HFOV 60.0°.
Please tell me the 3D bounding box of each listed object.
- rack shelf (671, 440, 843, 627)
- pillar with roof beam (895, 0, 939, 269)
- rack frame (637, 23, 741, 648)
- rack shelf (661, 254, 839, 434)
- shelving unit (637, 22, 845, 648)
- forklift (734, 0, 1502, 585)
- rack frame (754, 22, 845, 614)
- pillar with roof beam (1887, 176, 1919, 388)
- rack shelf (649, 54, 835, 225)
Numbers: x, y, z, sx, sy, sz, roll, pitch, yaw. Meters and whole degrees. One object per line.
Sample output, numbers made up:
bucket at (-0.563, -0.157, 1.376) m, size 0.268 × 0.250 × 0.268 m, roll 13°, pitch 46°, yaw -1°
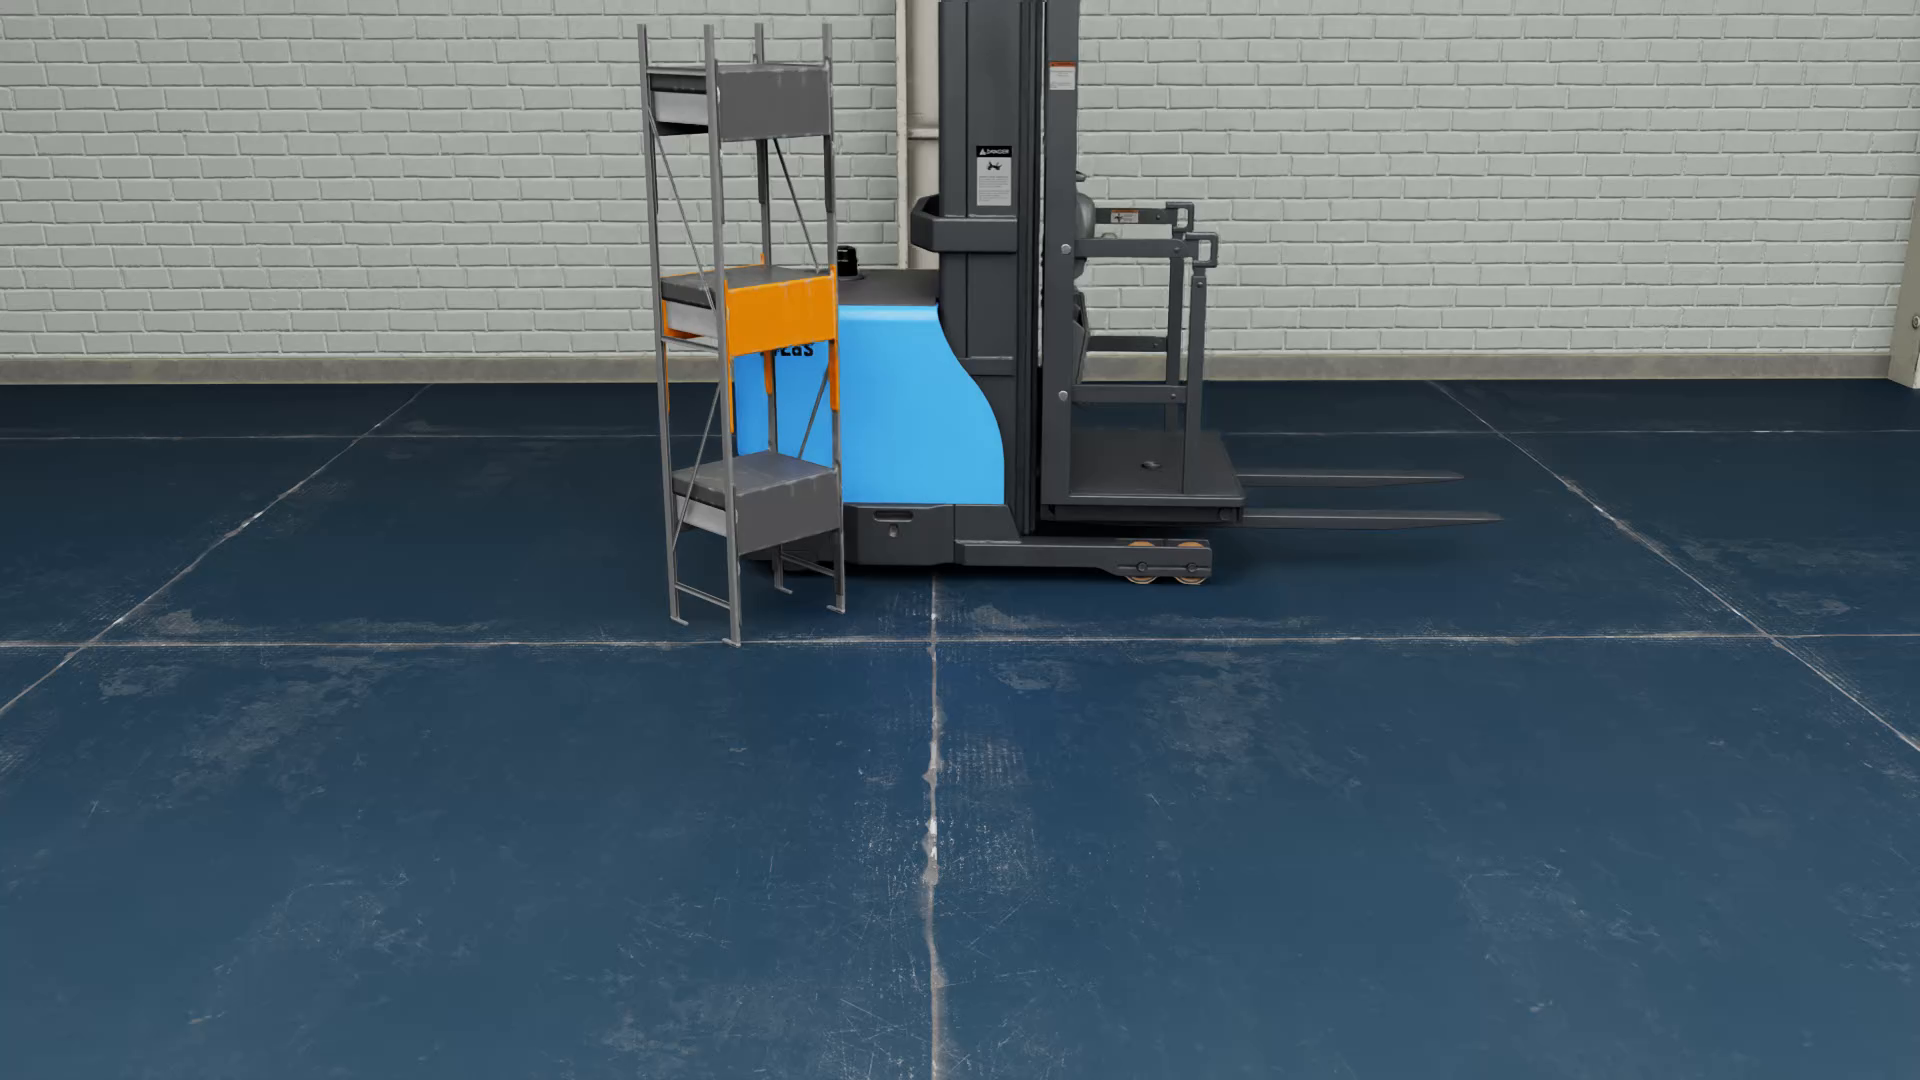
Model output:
rack shelf at (-0.747, -0.036, 6.058) m, size 0.480 × 0.518 × 0.431 m, roll -17°, pitch 24°, yaw -42°
pillar with roof beam at (-0.092, -3.889, 4.437) m, size 0.400 × 9.000 × 9.100 m, roll 0°, pitch 18°, yaw -1°
rack frame at (-0.920, -0.663, 5.676) m, size 0.015 × 2.100 × 0.400 m, roll -17°, pitch 24°, yaw -42°
rack shelf at (-0.747, -0.702, 5.844) m, size 0.480 × 0.518 × 0.431 m, roll -17°, pitch 24°, yaw -42°
shelving unit at (-0.747, -0.715, 5.840) m, size 0.503 × 2.100 × 0.431 m, roll -17°, pitch 24°, yaw -42°
forklift at (0.646, -1.387, 6.572) m, size 3.031 × 2.935 × 1.130 m, roll 1°, pitch 18°, yaw 2°
rack frame at (-0.573, -0.768, 6.004) m, size 0.015 × 2.100 × 0.400 m, roll -17°, pitch 24°, yaw -42°
pillar with roof beam at (5.907, -3.918, 4.528) m, size 0.400 × 9.000 × 9.100 m, roll 0°, pitch 18°, yaw -1°
rack shelf at (-0.747, -1.369, 5.630) m, size 0.480 × 0.518 × 0.431 m, roll -17°, pitch 24°, yaw -42°
